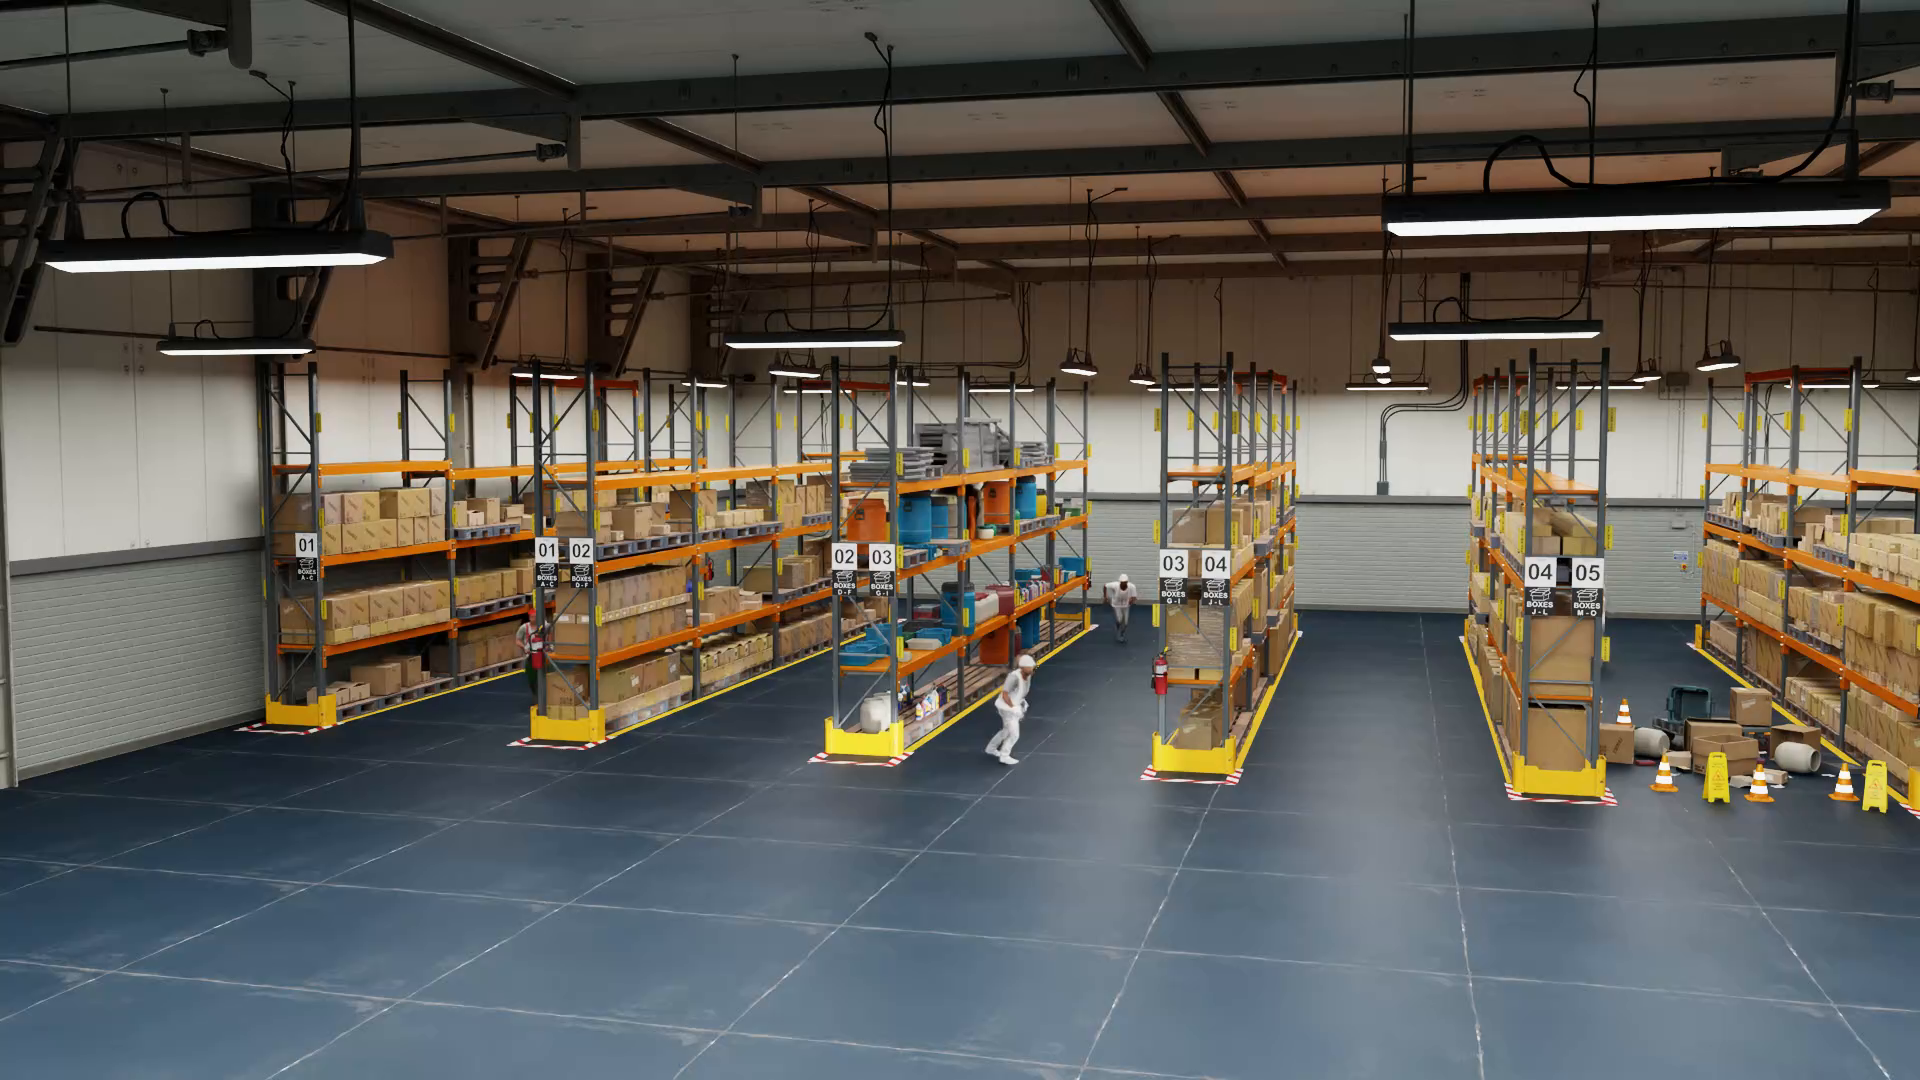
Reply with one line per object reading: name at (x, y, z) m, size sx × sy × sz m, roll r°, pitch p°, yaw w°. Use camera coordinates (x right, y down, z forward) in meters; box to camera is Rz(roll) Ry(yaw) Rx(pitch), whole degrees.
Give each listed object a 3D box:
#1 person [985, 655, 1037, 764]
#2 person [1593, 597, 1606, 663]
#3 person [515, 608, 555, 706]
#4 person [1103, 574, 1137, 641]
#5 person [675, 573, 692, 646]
person at (0.731, 2.473, 24.410) m, size 0.919 × 1.634 × 0.689 m, roll 2°, pitch 4°, yaw 24°
person at (13.171, 1.707, 34.595) m, size 0.577 × 1.720 × 0.940 m, roll 0°, pitch 4°, yaw 6°
person at (-7.506, 2.055, 29.435) m, size 0.679 × 1.755 × 0.959 m, roll -1°, pitch 4°, yaw -11°
person at (3.641, 1.540, 37.902) m, size 0.733 × 1.580 × 0.875 m, roll 0°, pitch 4°, yaw -5°
person at (-6.219, 1.549, 37.525) m, size 0.584 × 1.690 × 0.710 m, roll 1°, pitch 4°, yaw 12°
